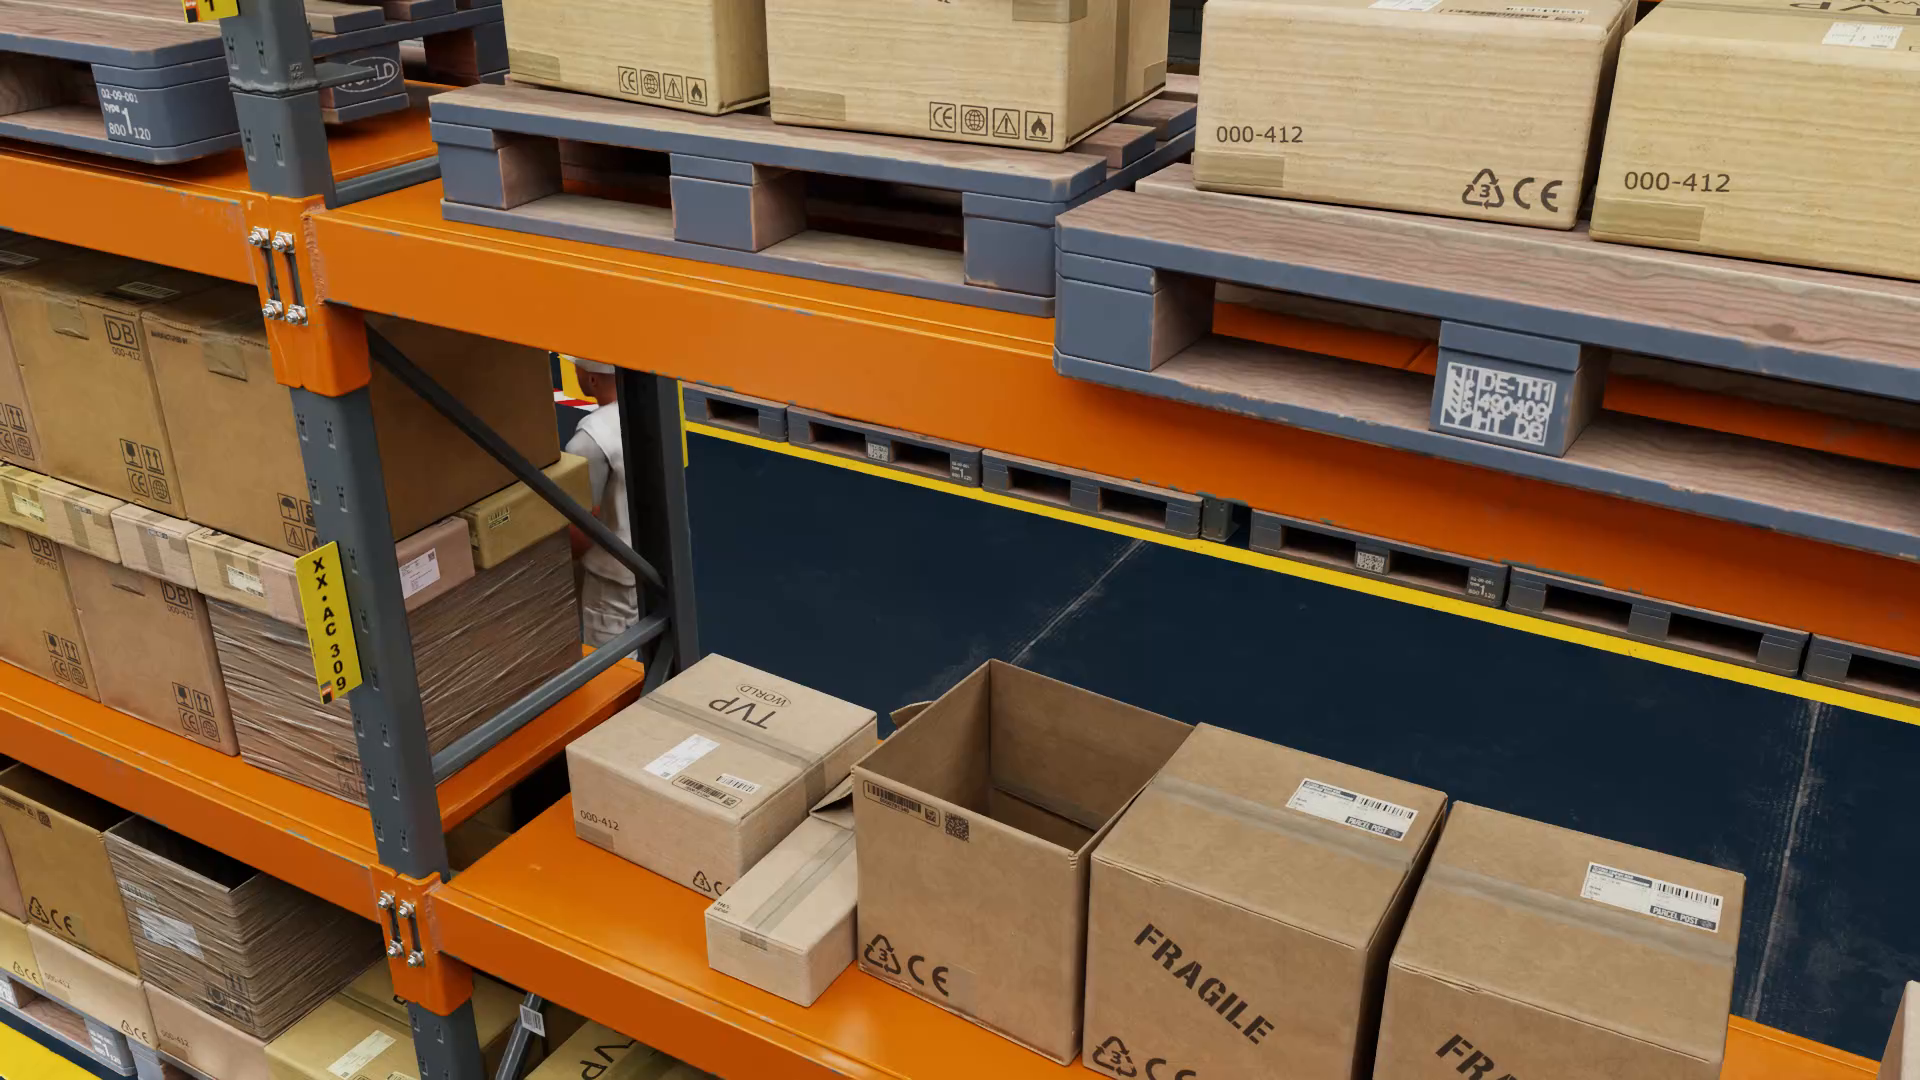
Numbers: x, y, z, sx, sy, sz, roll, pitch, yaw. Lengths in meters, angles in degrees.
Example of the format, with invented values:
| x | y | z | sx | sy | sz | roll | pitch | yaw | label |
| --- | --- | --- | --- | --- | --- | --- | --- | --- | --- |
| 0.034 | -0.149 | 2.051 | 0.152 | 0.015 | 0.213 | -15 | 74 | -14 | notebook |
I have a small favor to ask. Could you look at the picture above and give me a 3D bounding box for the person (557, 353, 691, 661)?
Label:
| x | y | z | sx | sy | sz | roll | pitch | yaw | label |
| --- | --- | --- | --- | --- | --- | --- | --- | --- | --- |
| -1.201 | 0.069 | 5.946 | 0.437 | 1.790 | 0.539 | 13 | 29 | 25 | person |
